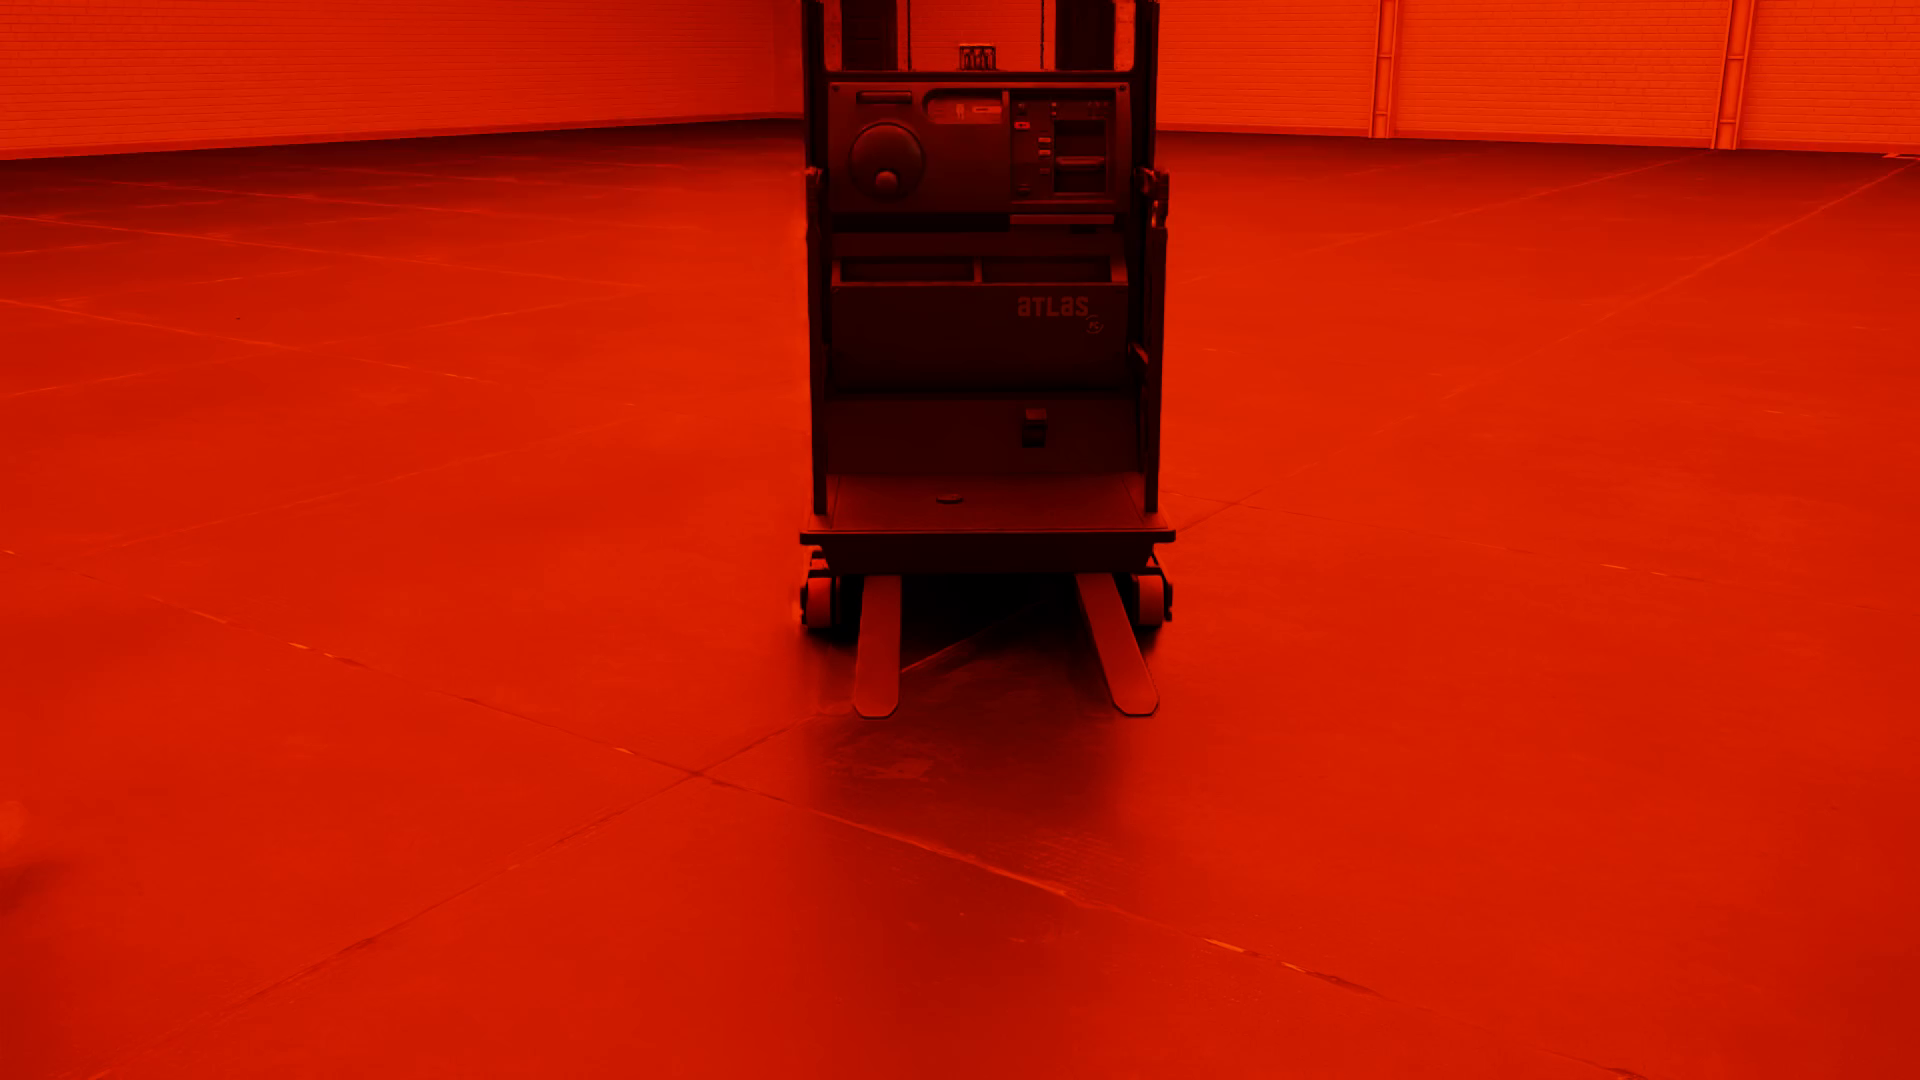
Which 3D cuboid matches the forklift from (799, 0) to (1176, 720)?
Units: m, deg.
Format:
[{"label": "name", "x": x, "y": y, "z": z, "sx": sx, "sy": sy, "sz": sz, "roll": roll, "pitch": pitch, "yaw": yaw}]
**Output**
[{"label": "forklift", "x": 0.068, "y": -1.220, "z": 4.914, "sx": 1.130, "sy": 2.935, "sz": 3.031, "roll": 0, "pitch": 17, "yaw": -1}]
